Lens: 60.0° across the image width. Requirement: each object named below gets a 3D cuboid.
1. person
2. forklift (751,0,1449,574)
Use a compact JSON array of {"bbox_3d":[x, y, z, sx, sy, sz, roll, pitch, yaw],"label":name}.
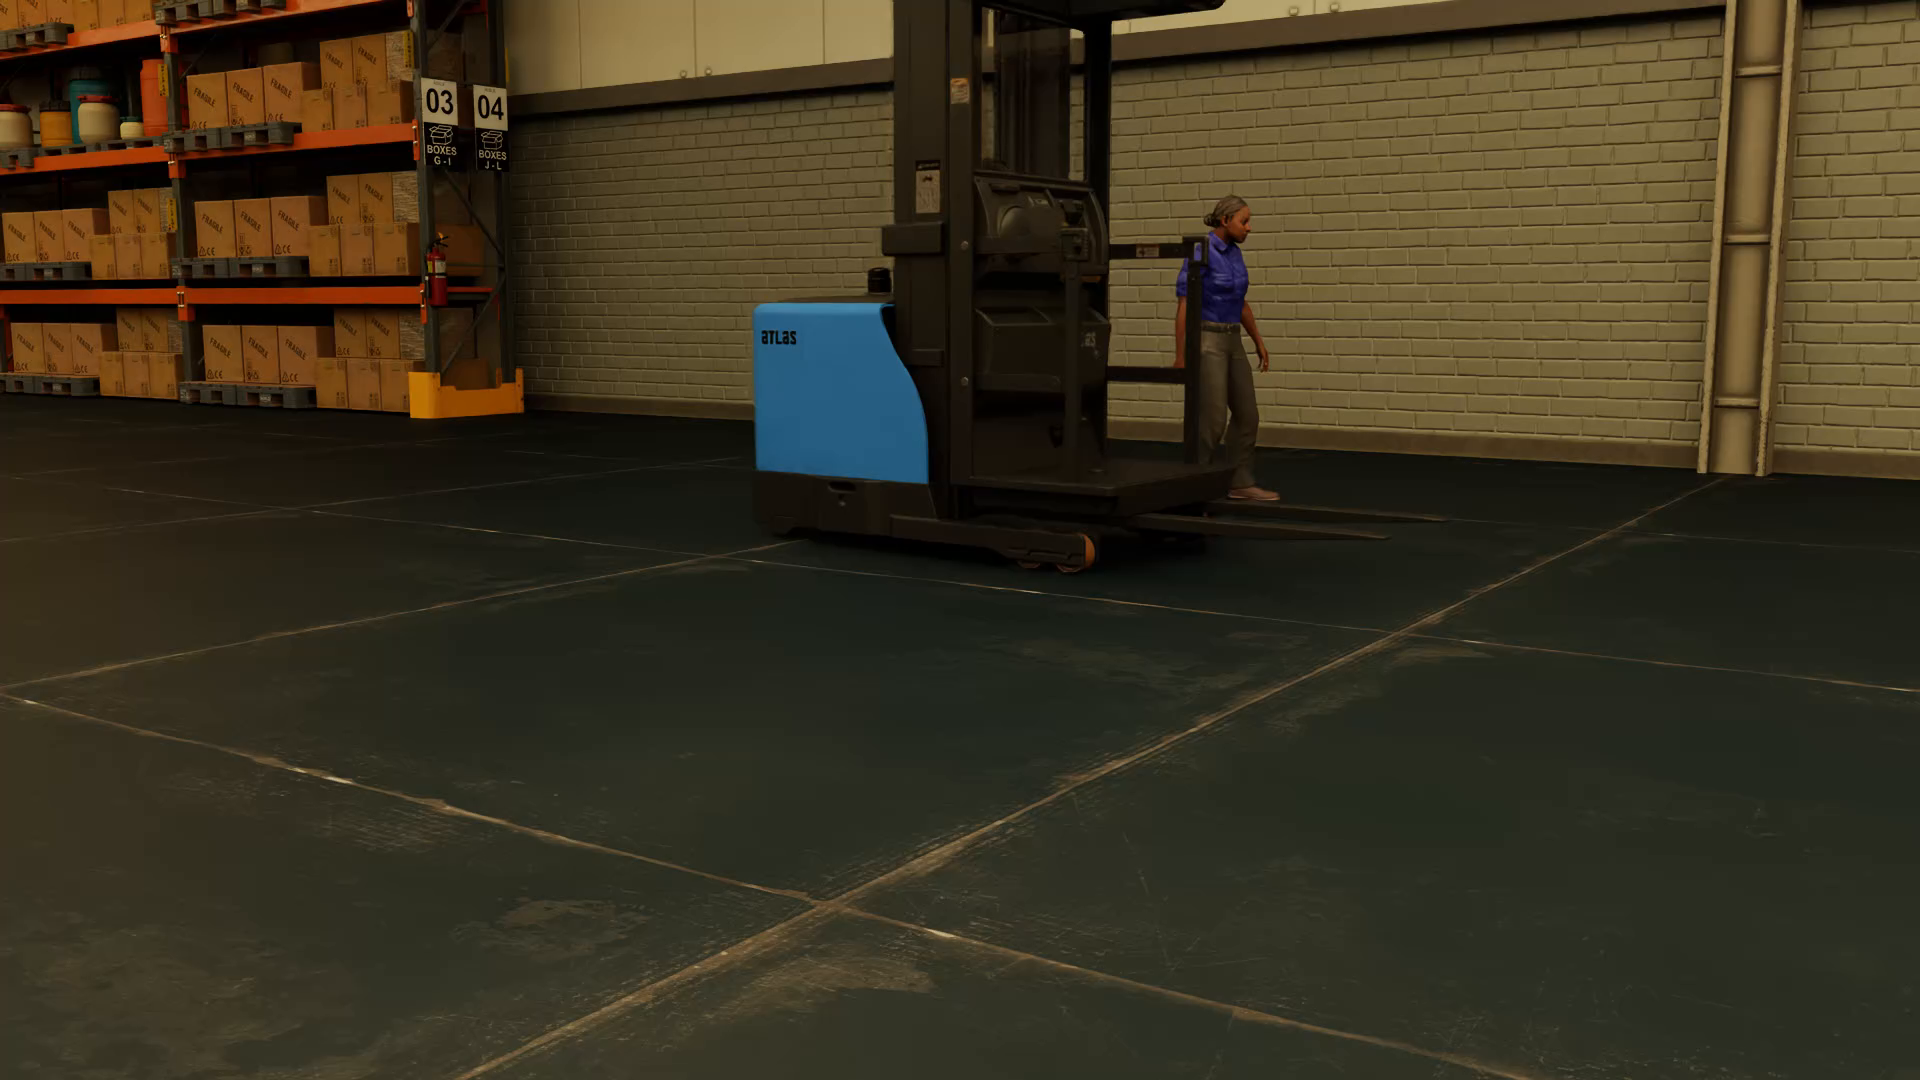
[{"bbox_3d":[1.390,-0.990,8.787,0.361,1.632,0.725,7,11,41],"label":"person"},{"bbox_3d":[0.526,-1.400,7.040,3.031,2.935,1.130,6,10,36],"label":"forklift"}]
